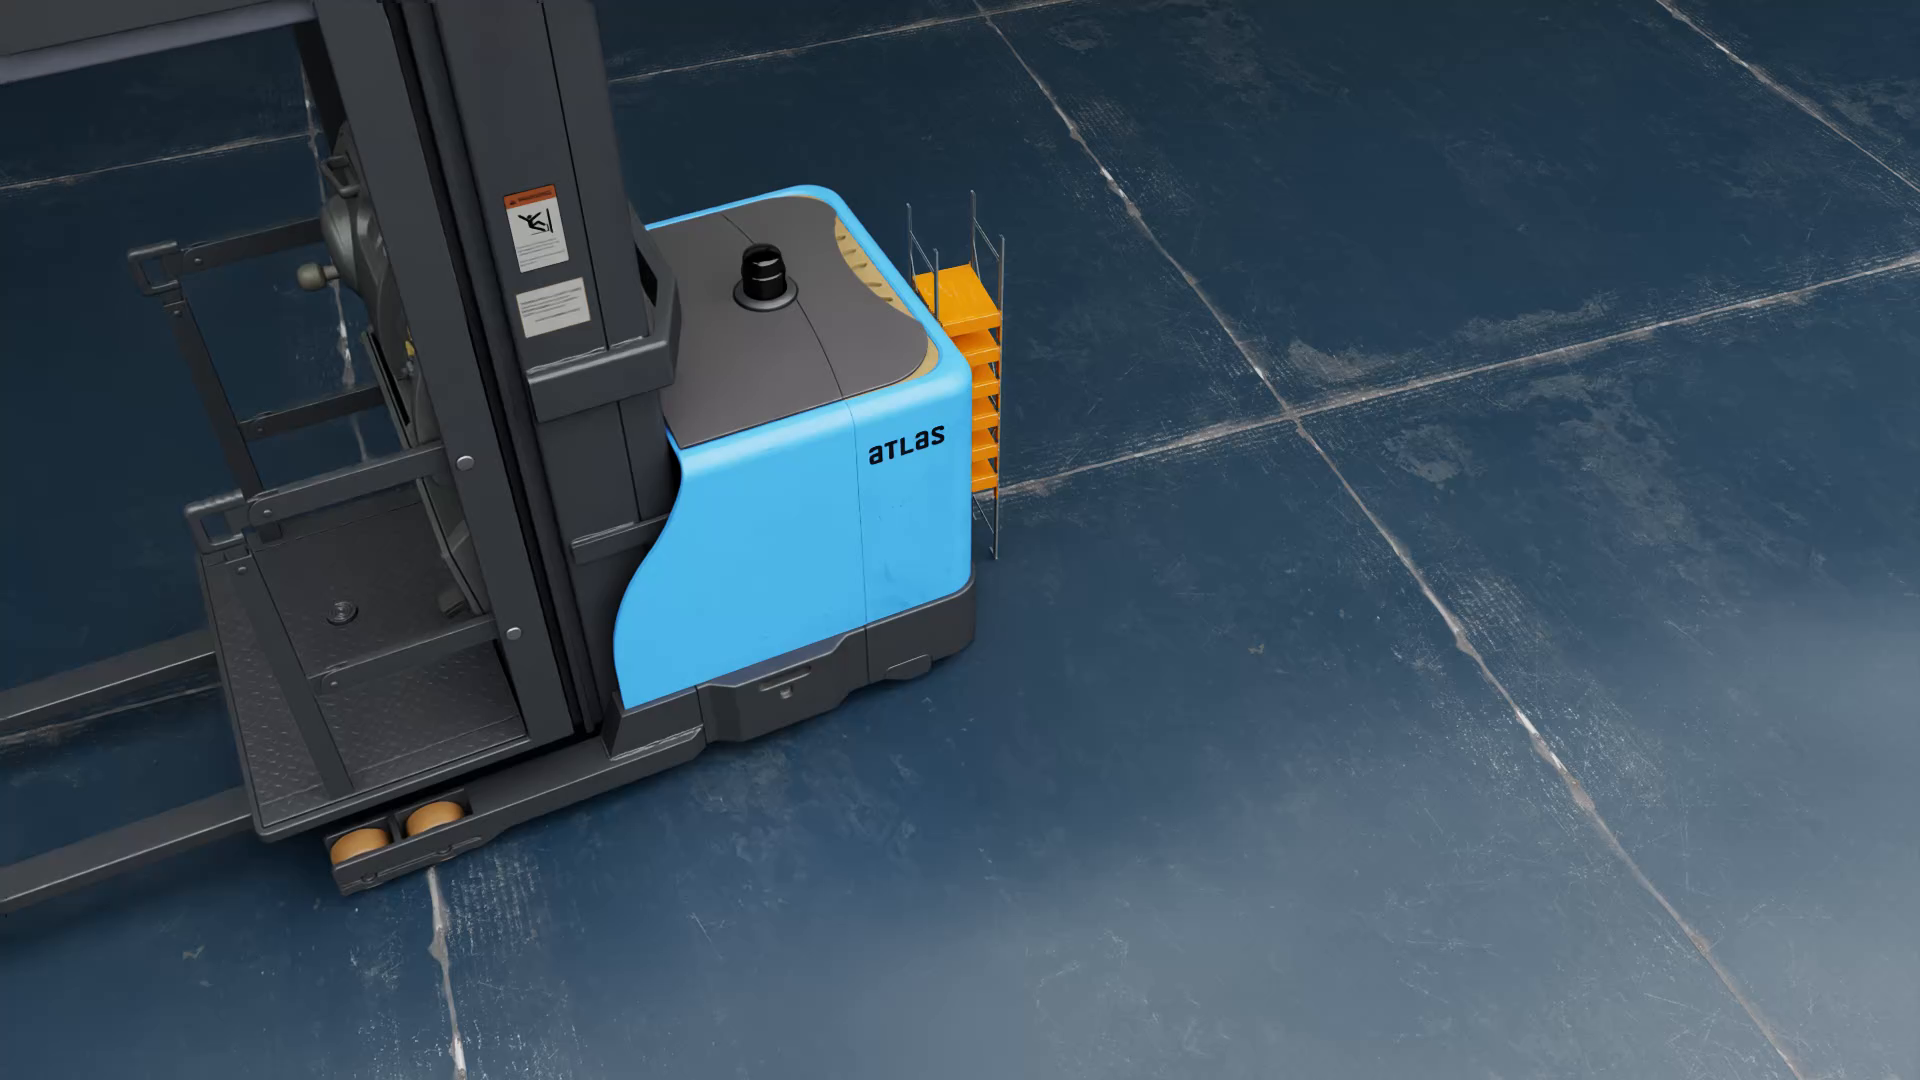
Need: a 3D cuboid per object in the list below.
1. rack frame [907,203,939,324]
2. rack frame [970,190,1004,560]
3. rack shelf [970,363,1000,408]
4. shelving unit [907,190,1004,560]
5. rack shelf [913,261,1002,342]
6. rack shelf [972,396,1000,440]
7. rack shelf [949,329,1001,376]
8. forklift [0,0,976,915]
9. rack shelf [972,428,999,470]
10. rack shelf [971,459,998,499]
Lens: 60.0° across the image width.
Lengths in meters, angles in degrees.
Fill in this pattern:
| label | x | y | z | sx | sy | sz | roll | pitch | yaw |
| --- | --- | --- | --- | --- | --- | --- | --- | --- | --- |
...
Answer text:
| label | x | y | z | sx | sy | sz | roll | pitch | yaw |
| --- | --- | --- | --- | --- | --- | --- | --- | --- | --- |
| rack frame | -0.100 | -0.398 | 4.800 | 0.006 | 1.200 | 0.240 | -14 | 47 | -14 |
| rack frame | 0.072 | -0.442 | 4.843 | 0.006 | 1.200 | 0.240 | -14 | 47 | -14 |
| rack shelf | -0.014 | -0.473 | 4.768 | 0.180 | 0.103 | 0.258 | -14 | 47 | -14 |
| shelving unit | -0.014 | -0.420 | 4.822 | 0.189 | 1.200 | 0.258 | -14 | 47 | -14 |
| rack shelf | -0.014 | -0.643 | 4.598 | 0.180 | 0.103 | 0.258 | -14 | 47 | -14 |
| rack shelf | -0.014 | -0.389 | 4.853 | 0.180 | 0.103 | 0.258 | -14 | 47 | -14 |
| rack shelf | -0.014 | -0.558 | 4.683 | 0.180 | 0.103 | 0.258 | -14 | 47 | -14 |
| forklift | -1.511 | -0.554 | 3.733 | 3.031 | 2.935 | 1.130 | -19 | 48 | -18 |
| rack shelf | -0.014 | -0.304 | 4.938 | 0.180 | 0.103 | 0.258 | -14 | 47 | -14 |
| rack shelf | -0.014 | -0.219 | 5.023 | 0.180 | 0.103 | 0.258 | -14 | 47 | -14 |
